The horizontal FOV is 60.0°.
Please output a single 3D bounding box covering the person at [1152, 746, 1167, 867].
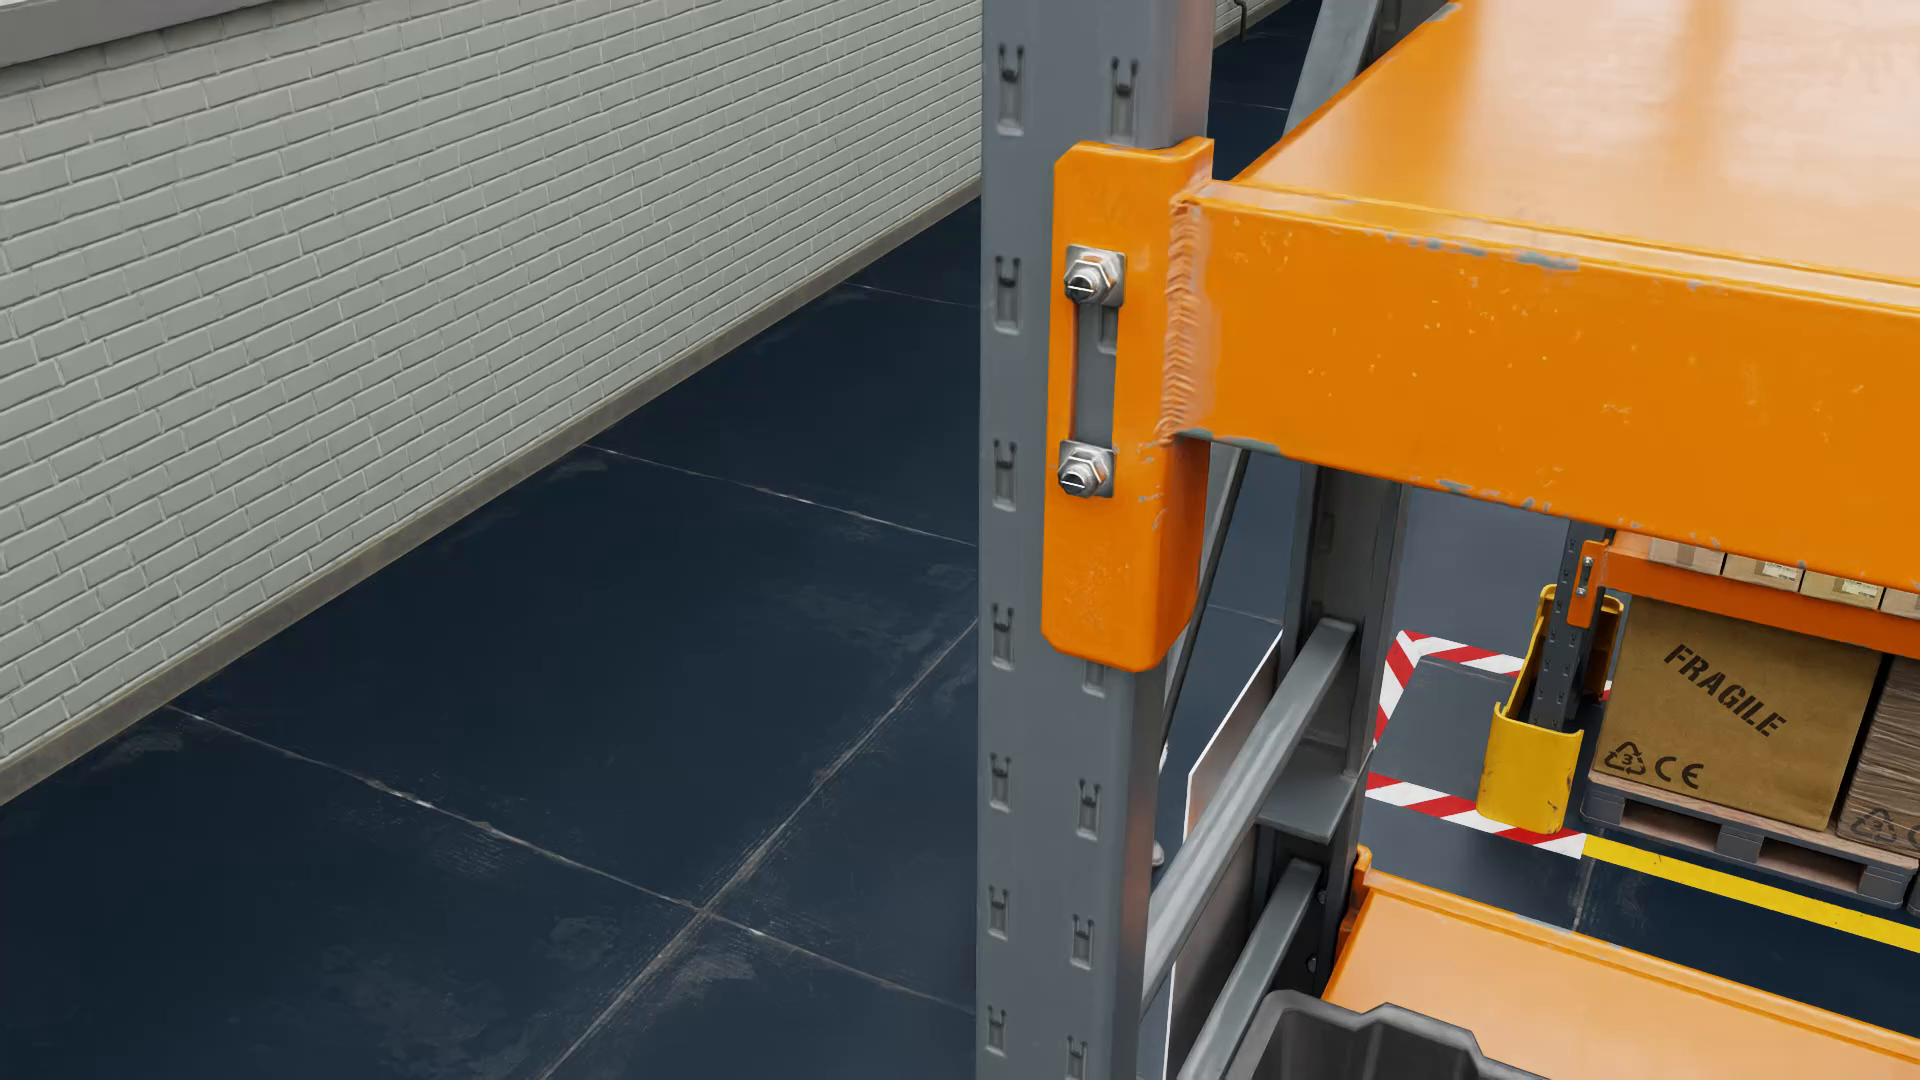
[{"bbox_3d":[0.454,0.631,6.008,0.636,1.752,0.891,5,30,9],"label":"person"}]
